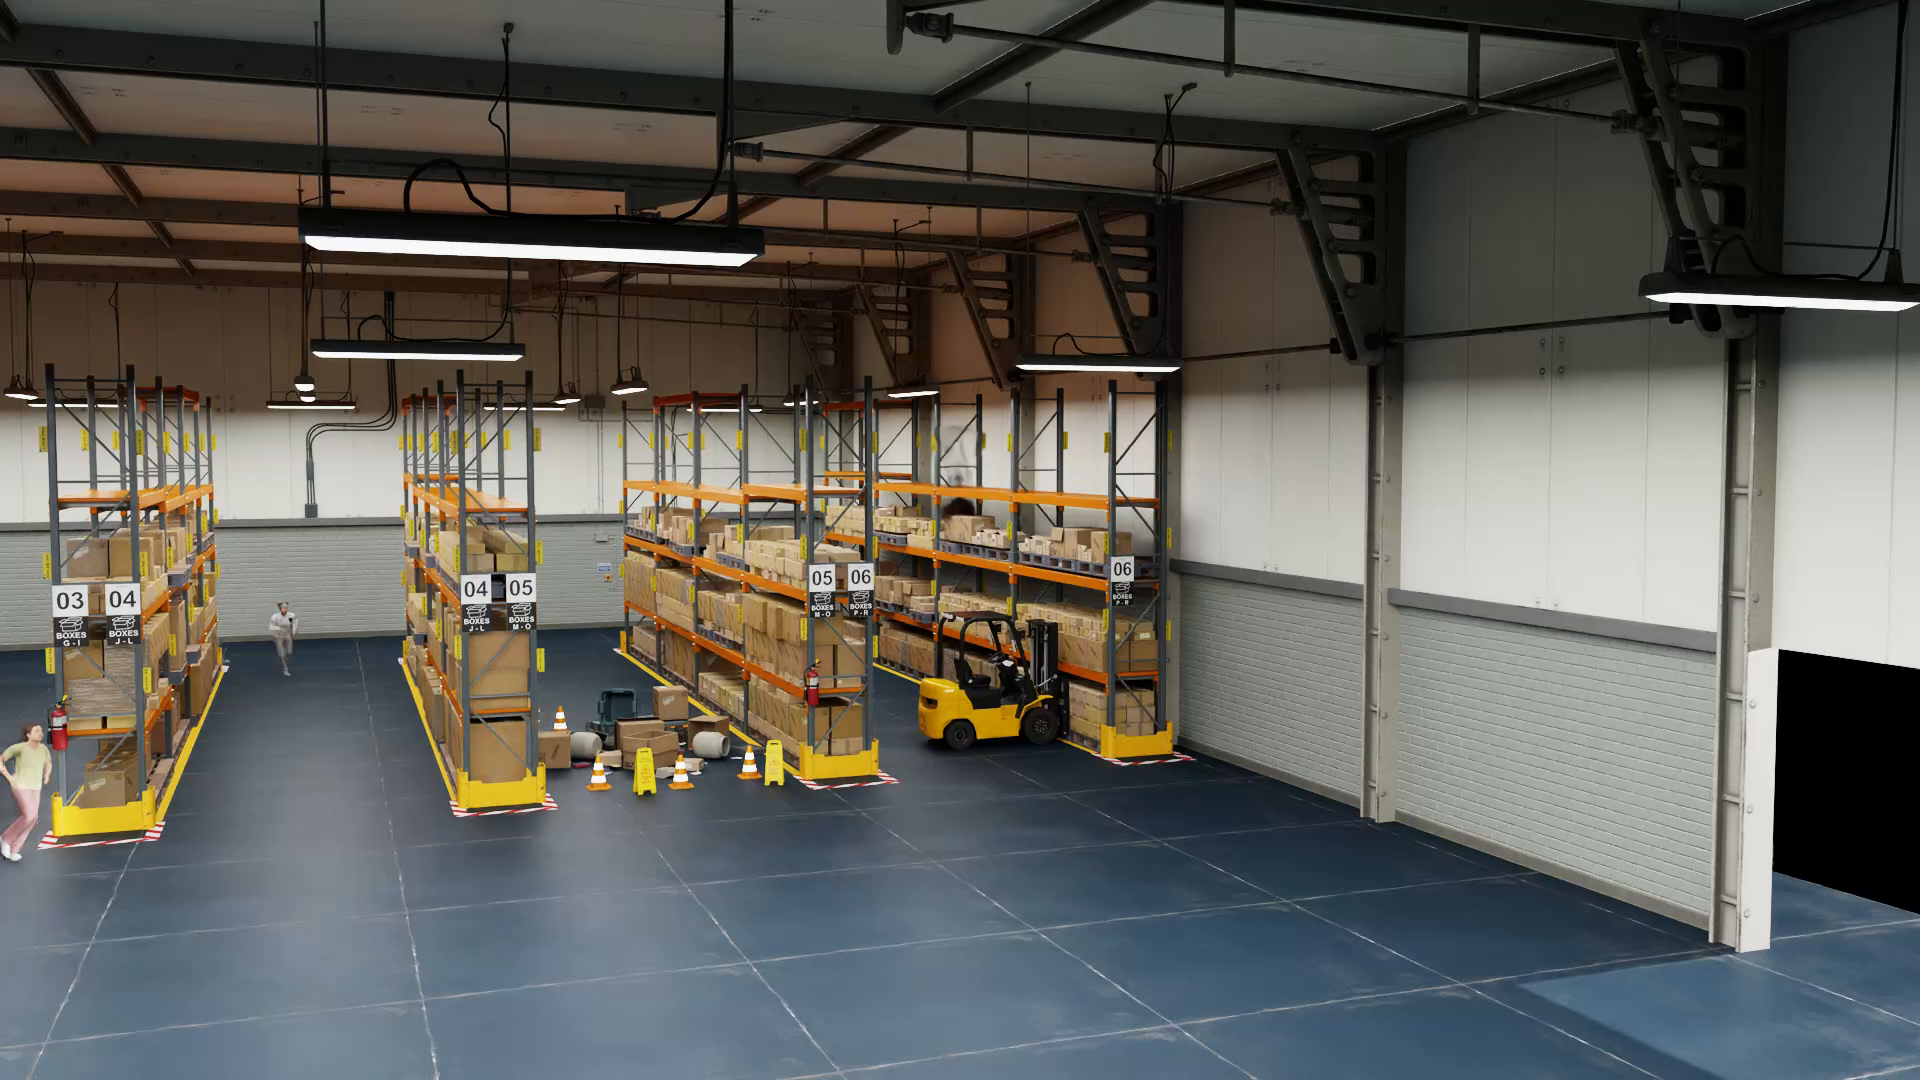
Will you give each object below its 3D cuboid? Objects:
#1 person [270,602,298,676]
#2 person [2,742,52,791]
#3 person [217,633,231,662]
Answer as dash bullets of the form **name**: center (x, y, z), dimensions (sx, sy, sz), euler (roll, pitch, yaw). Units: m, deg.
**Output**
- **person**: center (-14.487, 2.118, 35.684), dimensions (0.602, 1.632, 0.644), euler (-2, 4, -29)
- **person**: center (-11.252, 2.733, 20.109), dimensions (0.353, 0.594, 0.543), euler (1, 4, 21)
- **person**: center (-16.950, 1.945, 37.386), dimensions (0.922, 1.708, 0.766), euler (-1, 3, -11)
